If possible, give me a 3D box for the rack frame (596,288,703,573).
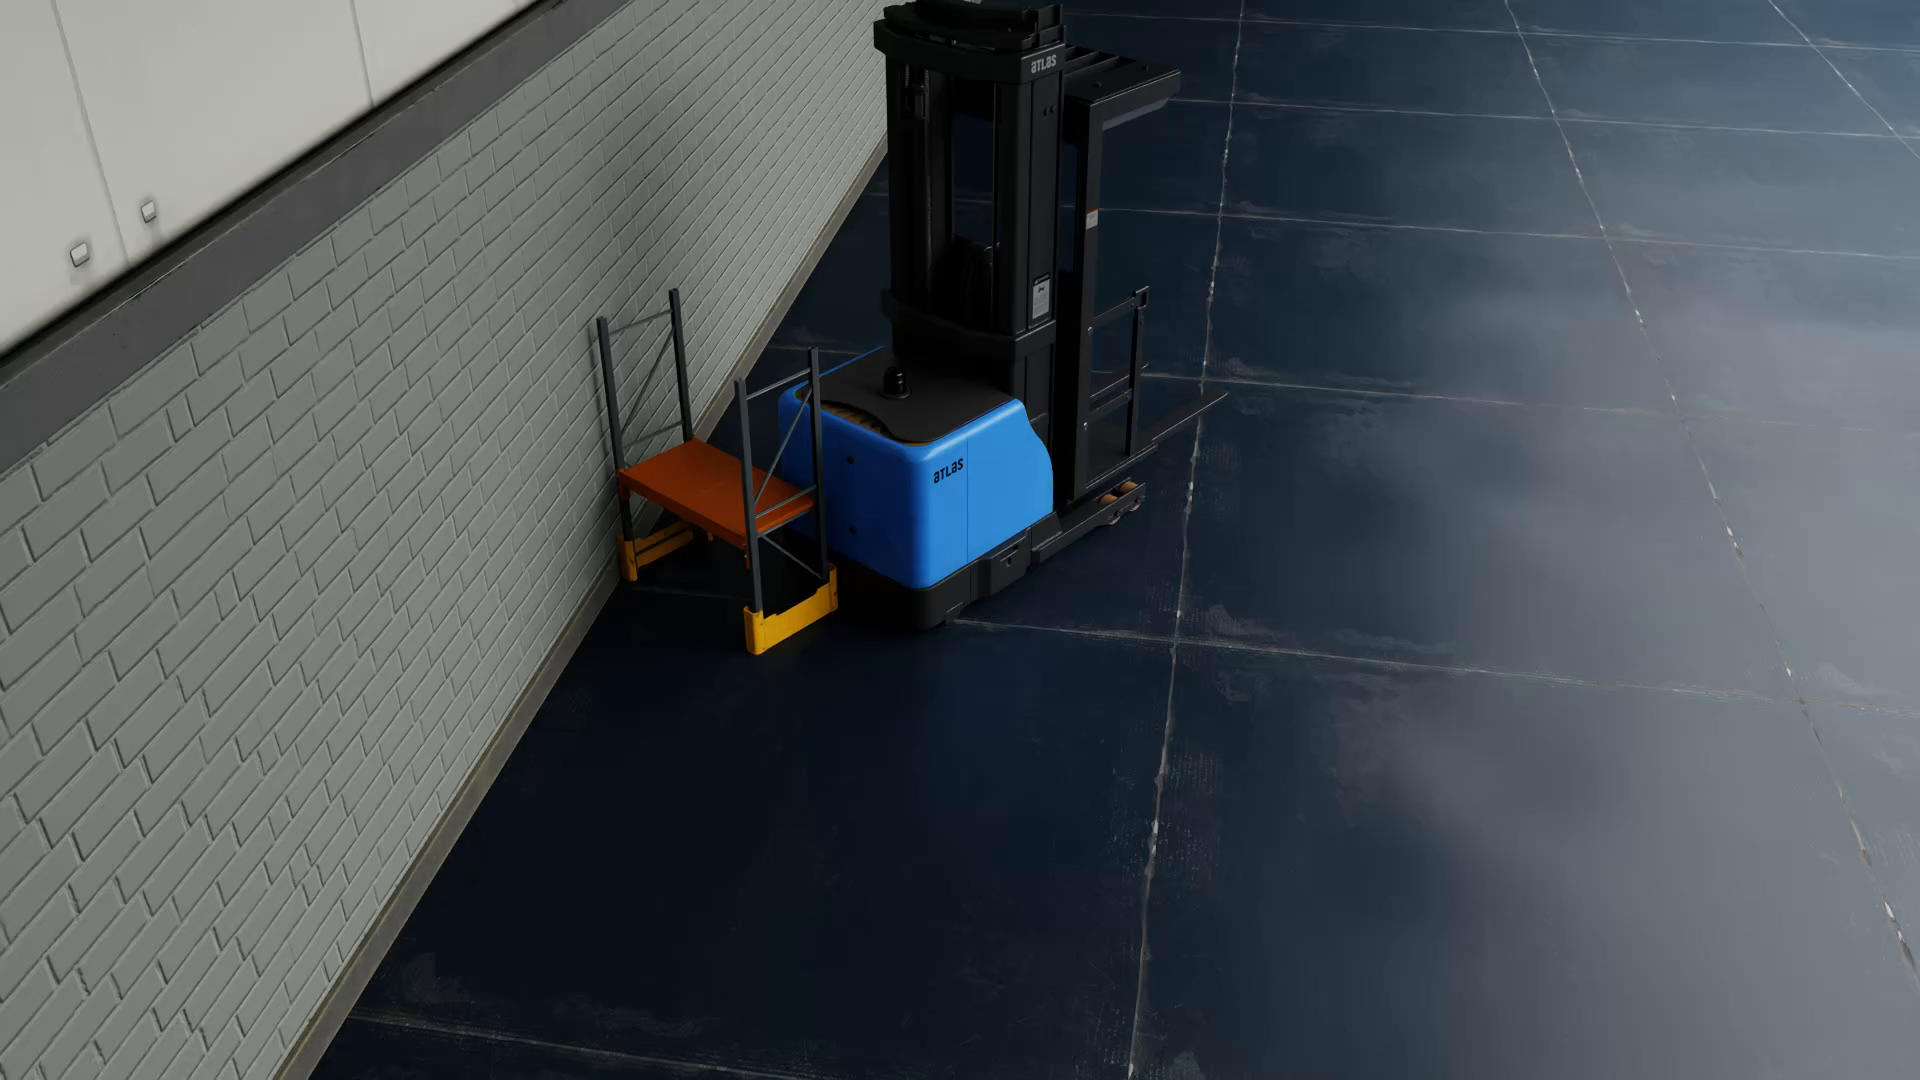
[{"bbox_3d":[-1.609,-0.546,8.708,0.032,1.500,0.500,26,40,35],"label":"rack frame"}]

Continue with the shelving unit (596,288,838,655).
[{"bbox_3d":[-1.224,-0.362,8.414,1.083,1.500,0.587,26,40,35],"label":"shelving unit"}]

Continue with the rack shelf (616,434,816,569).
[{"bbox_3d":[-1.231,-0.213,8.515,1.000,0.185,0.538,26,40,35],"label":"rack shelf"}]

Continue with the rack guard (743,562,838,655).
[{"bbox_3d":[-0.854,0.345,8.463,0.087,0.250,0.587,26,40,35],"label":"rack guard"}]

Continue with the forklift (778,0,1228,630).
[{"bbox_3d":[0.412,-1.490,8.868,1.130,2.935,3.031,25,40,34],"label":"forklift"}]

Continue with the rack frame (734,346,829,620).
[{"bbox_3d":[-0.854,-0.184,8.131,0.032,1.500,0.500,26,40,35],"label":"rack frame"}]

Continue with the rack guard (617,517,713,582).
[{"bbox_3d":[-1.594,-0.009,9.029,0.087,0.250,0.587,26,40,35],"label":"rack guard"}]
